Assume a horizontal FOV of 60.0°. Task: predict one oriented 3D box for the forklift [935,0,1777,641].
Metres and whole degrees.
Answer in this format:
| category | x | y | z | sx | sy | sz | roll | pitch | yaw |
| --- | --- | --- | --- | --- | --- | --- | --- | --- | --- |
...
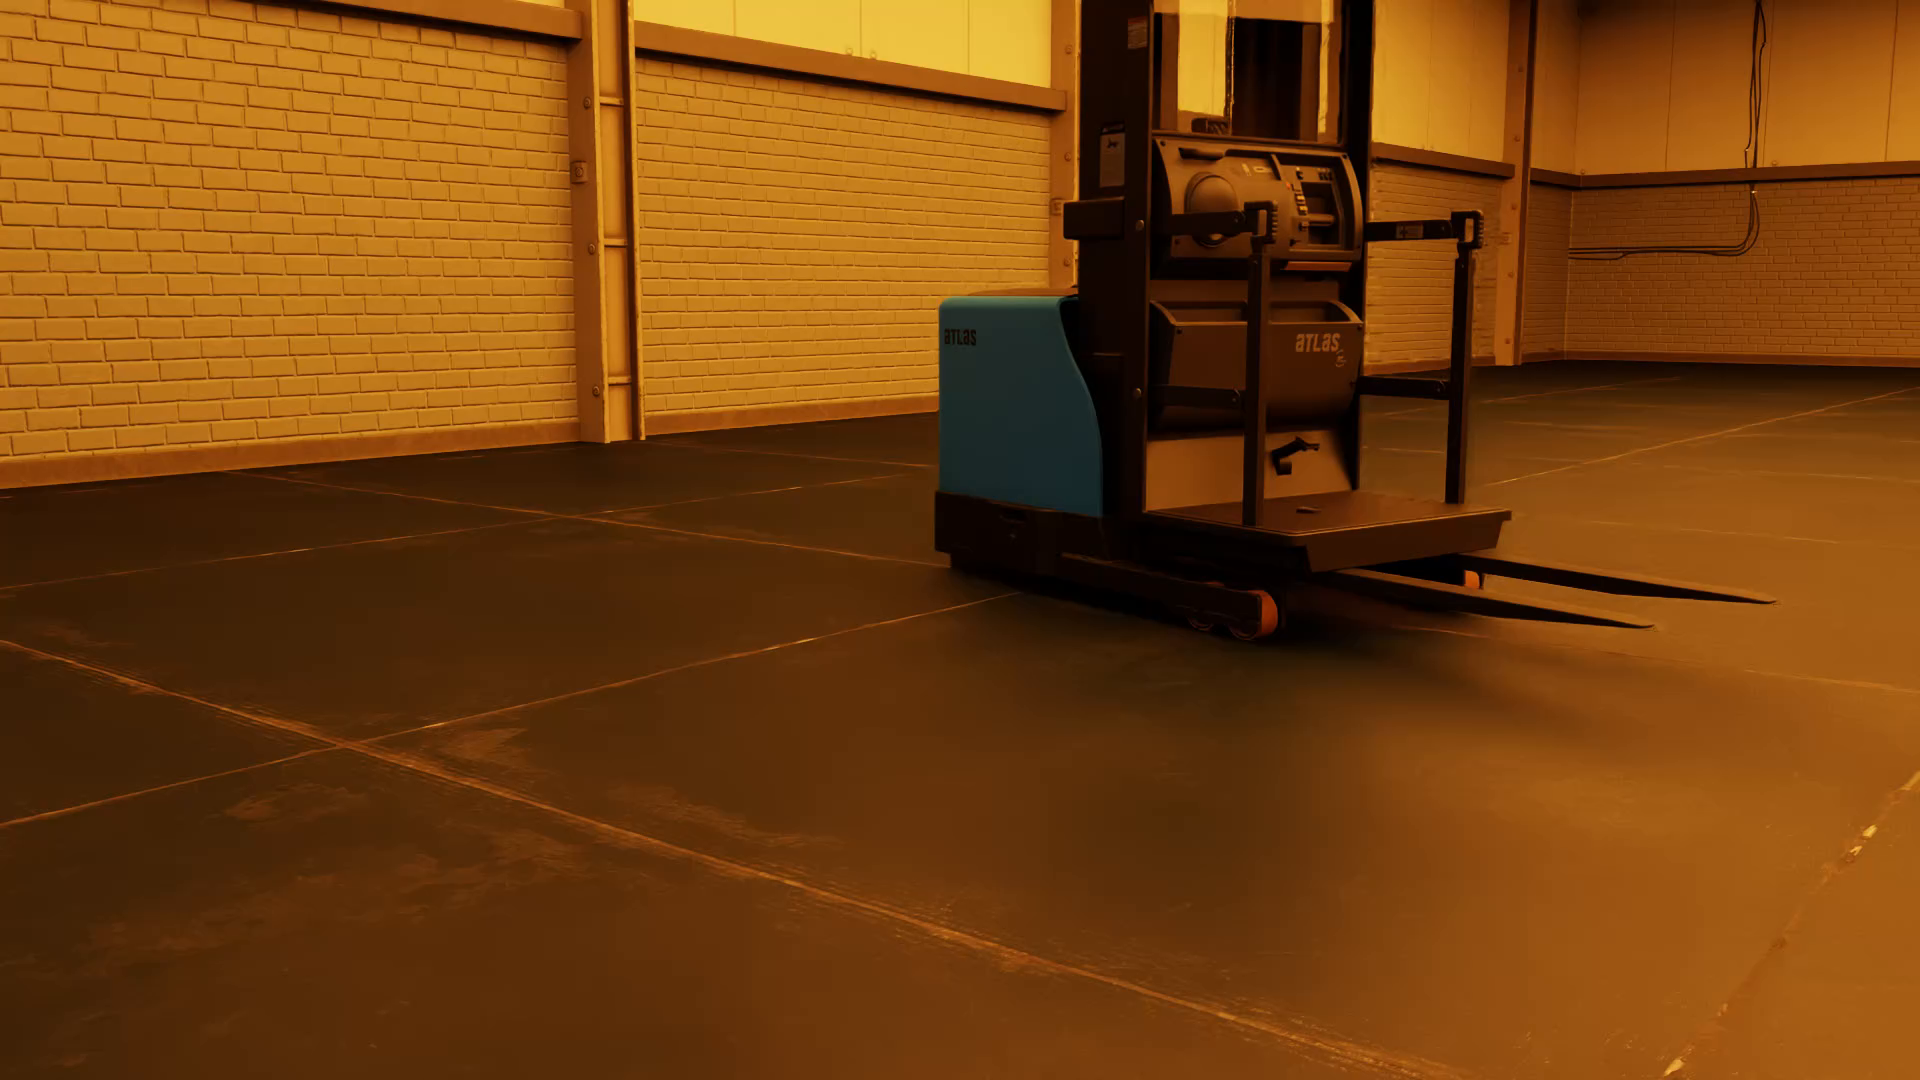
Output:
| category | x | y | z | sx | sy | sz | roll | pitch | yaw |
| --- | --- | --- | --- | --- | --- | --- | --- | --- | --- |
| forklift | 1.165 | -1.211 | 5.557 | 1.130 | 2.935 | 3.031 | -6 | 10 | -35 |
